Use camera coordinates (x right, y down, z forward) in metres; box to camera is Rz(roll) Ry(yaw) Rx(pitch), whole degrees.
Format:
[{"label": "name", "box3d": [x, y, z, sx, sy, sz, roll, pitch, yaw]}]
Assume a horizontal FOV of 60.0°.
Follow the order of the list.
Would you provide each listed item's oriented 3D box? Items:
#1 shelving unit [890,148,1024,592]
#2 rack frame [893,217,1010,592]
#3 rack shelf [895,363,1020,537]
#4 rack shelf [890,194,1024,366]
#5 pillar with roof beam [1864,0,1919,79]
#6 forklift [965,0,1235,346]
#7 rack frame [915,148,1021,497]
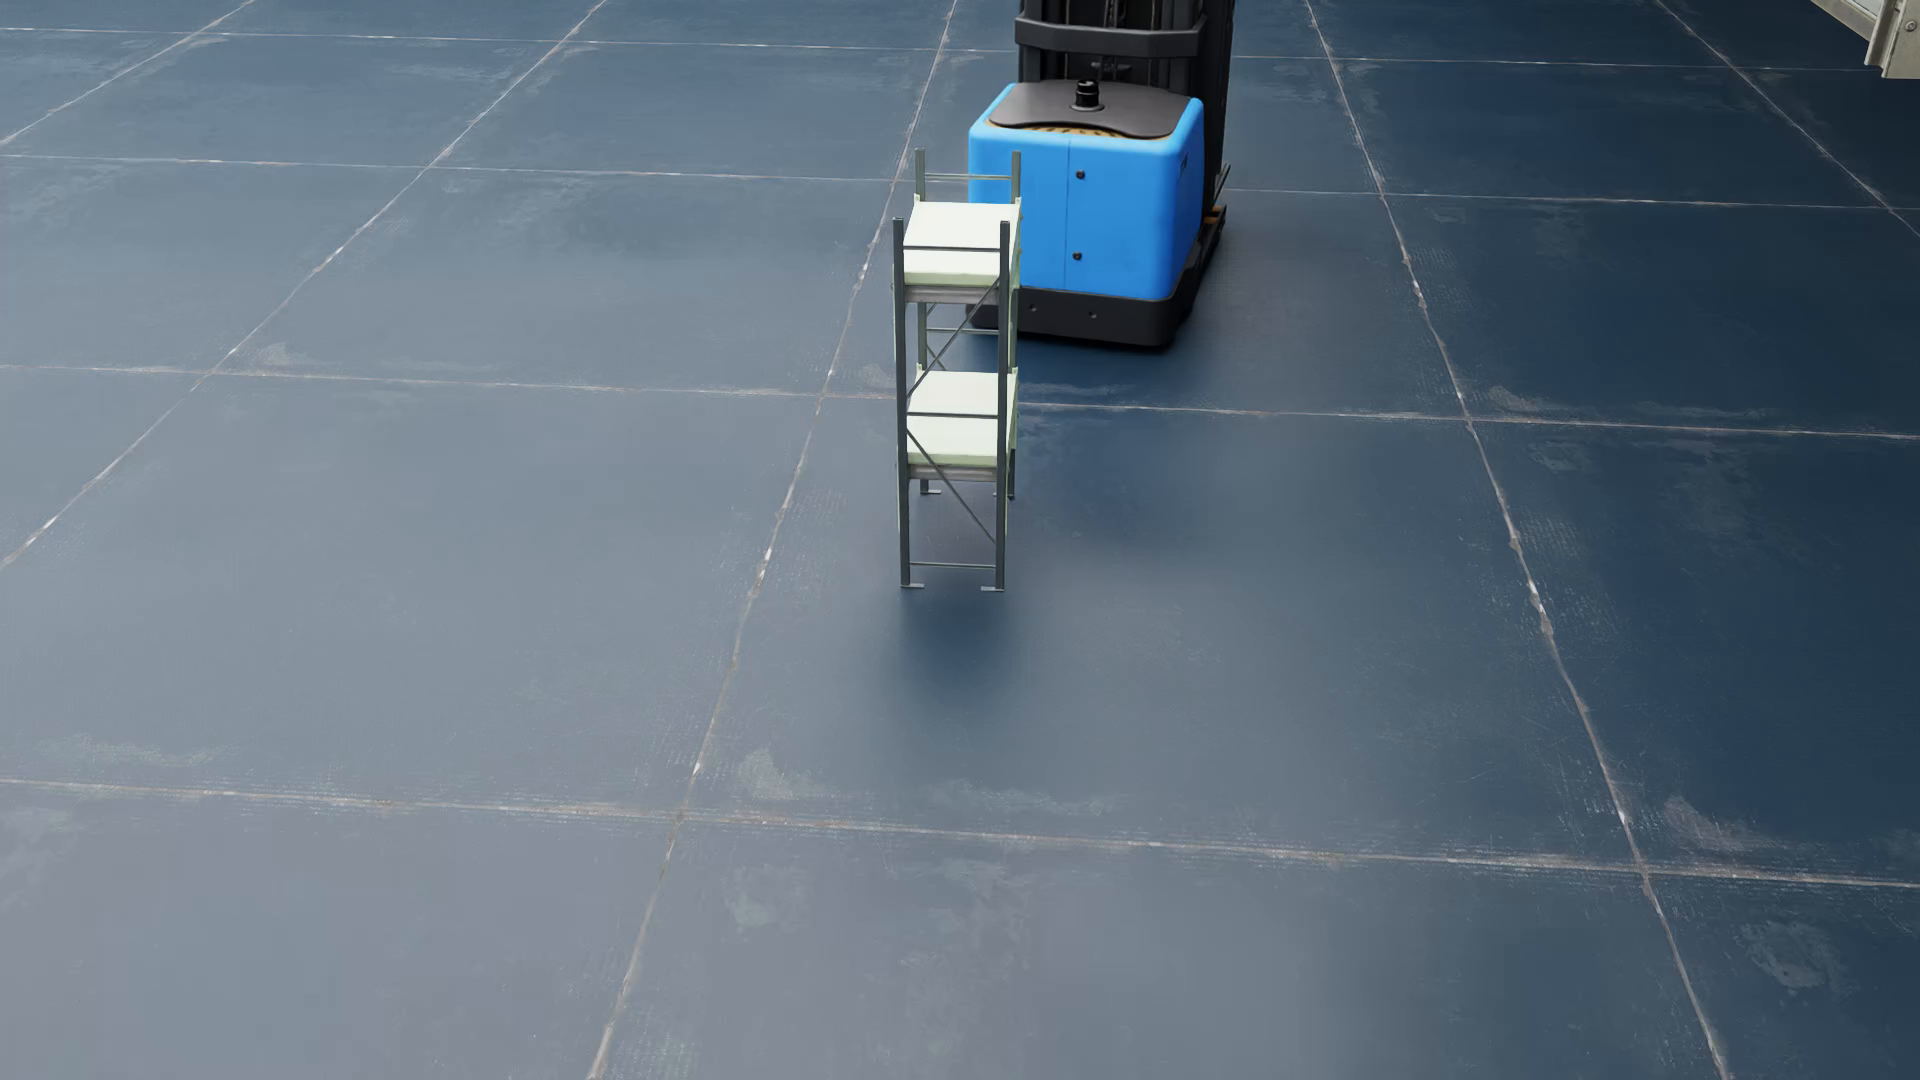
[{"label": "shelving unit", "box3d": [0.001, -0.642, 6.362, 0.431, 1.500, 0.755, 2, 32, 4]}, {"label": "rack frame", "box3d": [-0.029, -0.451, 6.052, 0.400, 1.500, 0.023, 2, 32, 4]}, {"label": "rack shelf", "box3d": [0.001, -0.364, 6.533, 0.431, 0.370, 0.720, 2, 32, 4]}, {"label": "rack shelf", "box3d": [0.001, -0.974, 6.157, 0.431, 0.370, 0.720, 2, 32, 4]}, {"label": "pillar with roof beam", "box3d": [2.709, -7.526, 10.385, 9.100, 9.000, 0.400, 2, 32, 4]}, {"label": "forklift", "box3d": [0.914, -2.964, 8.766, 1.130, 2.935, 3.031, 8, 33, 13]}, {"label": "rack frame", "box3d": [0.030, -0.833, 6.673, 0.400, 1.500, 0.023, 2, 32, 4]}]
